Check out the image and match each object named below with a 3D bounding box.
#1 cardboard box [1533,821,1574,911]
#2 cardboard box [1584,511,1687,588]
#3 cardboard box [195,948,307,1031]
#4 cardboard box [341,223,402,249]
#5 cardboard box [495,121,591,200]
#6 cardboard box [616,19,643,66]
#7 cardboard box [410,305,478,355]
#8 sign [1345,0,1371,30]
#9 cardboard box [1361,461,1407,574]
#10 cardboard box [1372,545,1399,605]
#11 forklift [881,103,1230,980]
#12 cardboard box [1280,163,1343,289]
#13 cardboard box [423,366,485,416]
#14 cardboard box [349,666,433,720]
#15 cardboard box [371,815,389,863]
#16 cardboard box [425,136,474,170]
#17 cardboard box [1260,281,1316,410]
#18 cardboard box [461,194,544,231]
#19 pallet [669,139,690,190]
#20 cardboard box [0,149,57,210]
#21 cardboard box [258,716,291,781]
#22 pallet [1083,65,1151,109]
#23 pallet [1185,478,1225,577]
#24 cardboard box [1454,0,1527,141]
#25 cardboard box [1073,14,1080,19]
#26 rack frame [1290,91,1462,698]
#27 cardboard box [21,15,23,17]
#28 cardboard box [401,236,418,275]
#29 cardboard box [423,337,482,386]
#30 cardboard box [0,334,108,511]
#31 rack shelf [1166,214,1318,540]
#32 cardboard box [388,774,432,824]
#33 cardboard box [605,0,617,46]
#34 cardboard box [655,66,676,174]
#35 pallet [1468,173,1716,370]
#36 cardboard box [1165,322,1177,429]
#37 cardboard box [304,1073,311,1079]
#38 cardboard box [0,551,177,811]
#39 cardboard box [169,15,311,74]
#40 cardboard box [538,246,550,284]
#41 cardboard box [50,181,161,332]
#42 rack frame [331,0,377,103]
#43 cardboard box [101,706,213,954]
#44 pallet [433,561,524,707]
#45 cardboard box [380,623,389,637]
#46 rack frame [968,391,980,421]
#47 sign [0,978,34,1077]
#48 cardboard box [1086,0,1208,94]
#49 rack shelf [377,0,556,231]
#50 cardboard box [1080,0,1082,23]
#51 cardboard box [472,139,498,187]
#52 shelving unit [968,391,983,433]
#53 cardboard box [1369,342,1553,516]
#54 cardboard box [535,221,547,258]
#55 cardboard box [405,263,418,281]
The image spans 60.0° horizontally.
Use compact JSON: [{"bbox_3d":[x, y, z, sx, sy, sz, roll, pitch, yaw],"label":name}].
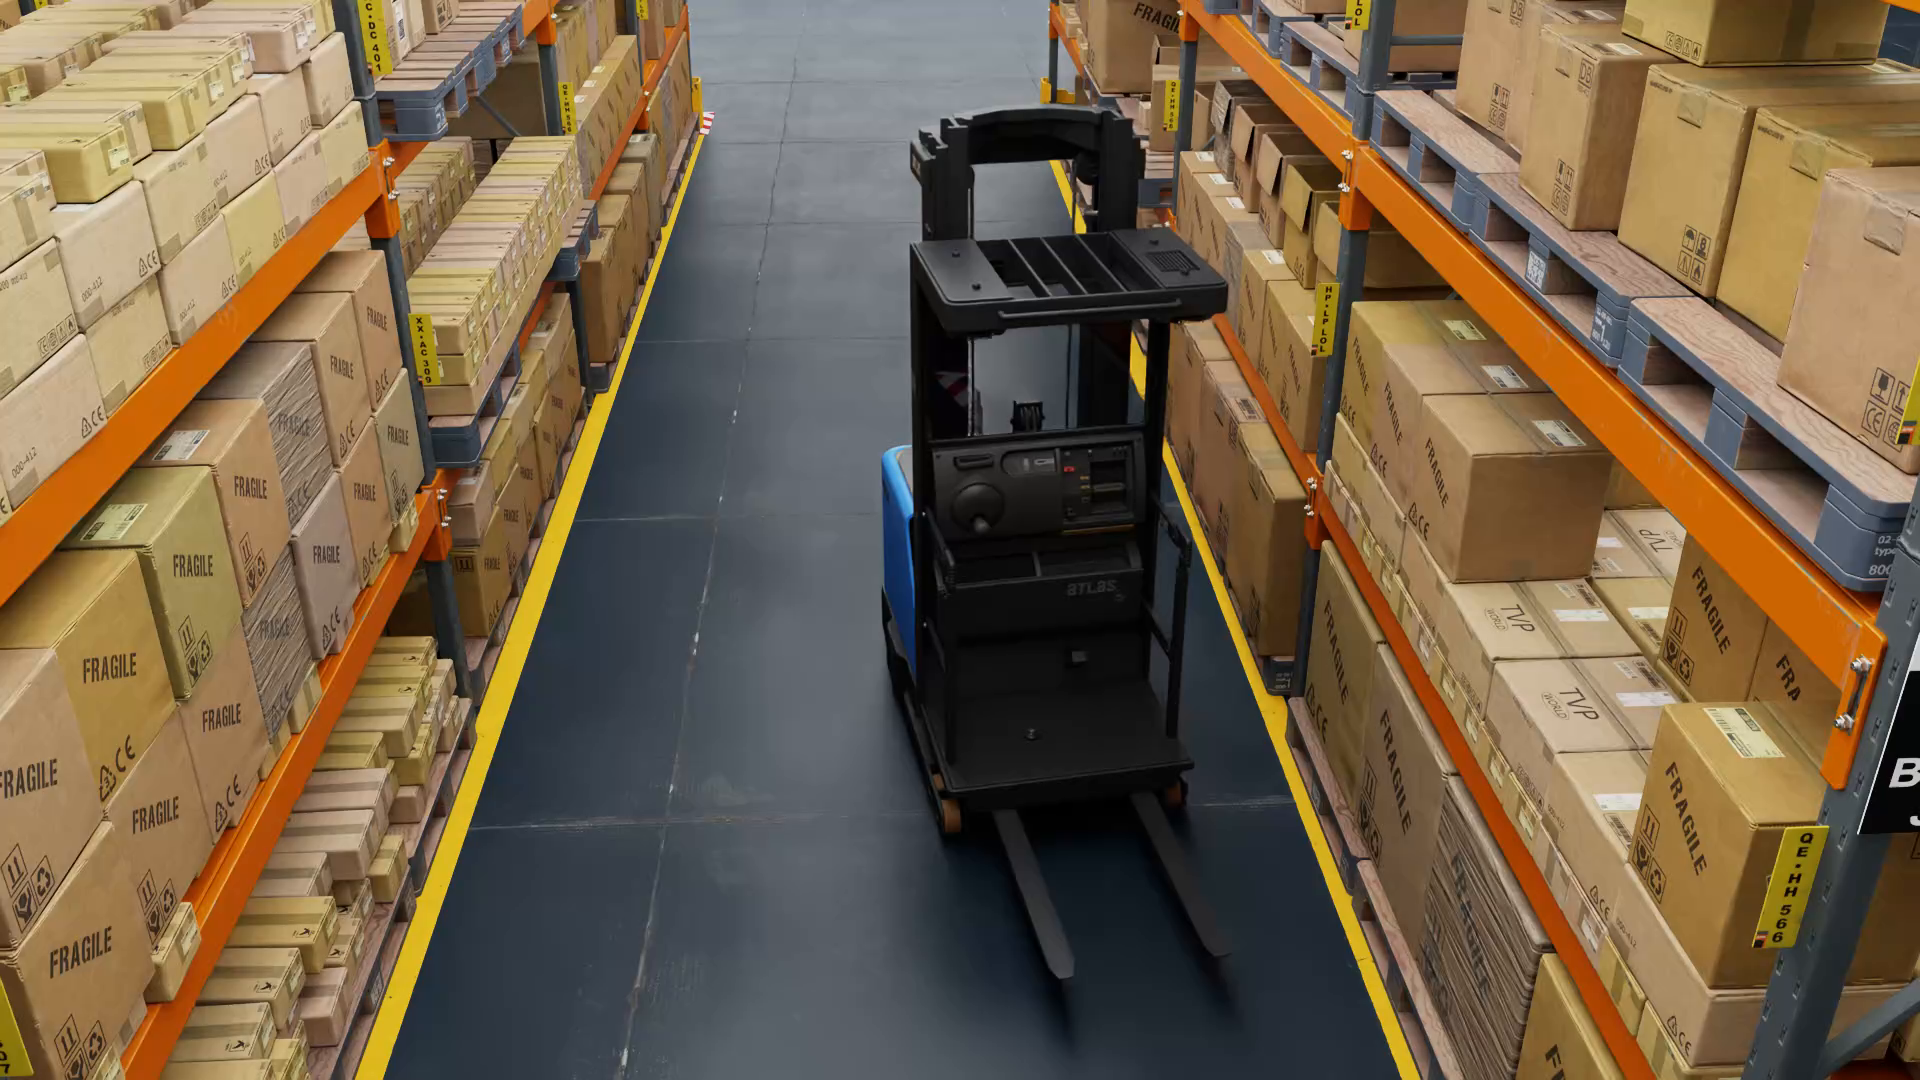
[{"bbox_3d":[1.939,0.962,4.934,0.380,0.149,0.250,-1,28,-2],"label":"cardboard box"},{"bbox_3d":[2.458,0.118,6.120,0.500,0.250,0.500,-1,28,-2],"label":"cardboard box"},{"bbox_3d":[-2.441,1.511,5.594,0.380,0.149,0.250,0,28,-1],"label":"cardboard box"},{"bbox_3d":[-3.125,-1.536,8.626,0.380,0.149,0.250,-3,28,-5],"label":"cardboard box"},{"bbox_3d":[-2.804,-2.521,11.231,0.500,0.500,0.500,-1,28,-2],"label":"cardboard box"},{"bbox_3d":[-3.291,-4.346,14.678,0.875,0.550,0.550,-1,28,-3],"label":"cardboard box"},{"bbox_3d":[-2.403,-0.947,7.496,0.380,0.149,0.250,0,28,0],"label":"cardboard box"},{"bbox_3d":[1.575,-2.170,6.523,0.100,0.325,0.005,-1,28,-3],"label":"sign"},{"bbox_3d":[1.901,-0.101,6.540,0.500,0.250,0.500,-2,28,-3],"label":"cardboard box"},{"bbox_3d":[1.844,0.132,6.525,0.380,0.149,0.250,-2,28,-4],"label":"cardboard box"},{"bbox_3d":[0.389,-0.194,6.952,1.130,2.935,3.031,-5,28,-10],"label":"forklift"},{"bbox_3d":[2.051,-1.590,8.361,0.797,0.503,0.637,-1,28,-2],"label":"cardboard box"},{"bbox_3d":[-2.403,-0.683,7.634,0.380,0.149,0.250,-3,28,-5],"label":"cardboard box"},{"bbox_3d":[-2.510,0.674,7.200,0.380,0.149,0.250,-1,28,-2],"label":"cardboard box"},{"bbox_3d":[-2.502,1.152,6.605,0.380,0.149,0.250,-1,28,-1],"label":"cardboard box"},{"bbox_3d":[-3.220,-2.381,10.246,0.380,0.149,0.250,-1,28,-3],"label":"cardboard box"},{"bbox_3d":[1.801,-0.971,8.260,0.500,0.500,0.500,-1,28,-1],"label":"cardboard box"},{"bbox_3d":[-2.502,-1.789,9.110,0.380,0.149,0.250,0,28,0],"label":"cardboard box"},{"bbox_3d":[-3.288,-3.791,16.791,1.003,0.211,1.213,-1,28,-3],"label":"pallet"},{"bbox_3d":[-2.490,-0.859,4.100,0.380,0.149,0.250,-1,28,-1],"label":"cardboard box"},{"bbox_3d":[-2.455,0.667,5.500,0.380,0.149,0.250,0,28,-1],"label":"cardboard box"},{"bbox_3d":[1.594,-3.741,13.887,1.003,0.211,1.213,-1,28,-3],"label":"pallet"},{"bbox_3d":[1.934,-0.171,9.850,1.003,0.211,1.213,-1,28,-3],"label":"pallet"},{"bbox_3d":[2.218,-1.733,5.916,0.700,0.500,0.500,-3,28,-6],"label":"cardboard box"},{"bbox_3d":[1.339,-5.204,16.756,0.380,0.149,0.250,-1,28,-3],"label":"cardboard box"},{"bbox_3d":[2.117,-0.488,7.443,1.000,3.000,0.127,-1,28,-3],"label":"rack frame"},{"bbox_3d":[-7.942,-4.330,14.378,0.500,0.500,0.500,-1,28,-3],"label":"cardboard box"},{"bbox_3d":[-3.139,-1.522,8.920,0.380,0.149,0.250,0,28,-1],"label":"cardboard box"},{"bbox_3d":[-2.403,-0.815,7.565,0.380,0.149,0.250,-1,28,-2],"label":"cardboard box"},{"bbox_3d":[-2.424,-0.288,3.978,0.500,0.250,0.500,-1,28,-1],"label":"cardboard box"},{"bbox_3d":[2.012,-1.093,9.380,1.077,0.370,4.000,-1,28,-3],"label":"rack shelf"},{"bbox_3d":[-2.473,1.078,7.068,0.380,0.149,0.250,-2,28,-4],"label":"cardboard box"},{"bbox_3d":[-3.228,-4.368,13.692,0.700,0.500,0.500,-2,28,-4],"label":"cardboard box"},{"bbox_3d":[-3.273,-4.062,16.138,0.875,0.875,0.875,-1,28,-2],"label":"cardboard box"},{"bbox_3d":[2.210,-0.839,4.967,1.003,0.211,1.213,-1,28,-3],"label":"pallet"},{"bbox_3d":[1.923,-1.261,10.767,1.225,0.875,0.875,-3,28,-5],"label":"cardboard box"},{"bbox_3d":[-2.360,1.906,5.481,0.380,0.149,0.250,-1,28,-2],"label":"cardboard box"},{"bbox_3d":[-2.424,0.366,4.294,0.500,0.500,0.500,-1,28,-1],"label":"cardboard box"},{"bbox_3d":[-2.474,-1.706,5.724,0.380,0.149,0.250,-1,28,-3],"label":"cardboard box"},{"bbox_3d":[-2.504,-1.528,9.254,0.380,0.149,0.250,-1,28,-1],"label":"cardboard box"},{"bbox_3d":[-2.439,-0.737,4.297,0.500,0.250,0.500,-1,28,-2],"label":"cardboard box"},{"bbox_3d":[-2.842,-3.075,5.915,1.000,3.000,0.127,-1,28,-3],"label":"rack frame"},{"bbox_3d":[-2.434,0.795,4.552,0.500,0.500,0.500,-1,28,-3],"label":"cardboard box"},{"bbox_3d":[-2.884,0.462,8.637,1.003,0.211,1.213,-1,28,-3],"label":"pallet"},{"bbox_3d":[-3.132,0.171,8.427,0.500,0.500,0.500,-2,28,-4],"label":"cardboard box"},{"bbox_3d":[-0.005,-0.442,9.625,0.240,0.900,0.006,-1,28,-3],"label":"rack frame"},{"bbox_3d":[-2.091,1.035,3.586,0.100,0.325,0.005,-1,28,-3],"label":"sign"},{"bbox_3d":[1.601,-4.265,13.580,1.000,1.000,1.000,-1,28,-2],"label":"cardboard box"},{"bbox_3d":[-2.946,-2.350,8.546,1.077,0.370,4.000,-1,28,-3],"label":"rack shelf"},{"bbox_3d":[1.635,-5.261,16.163,0.875,0.500,0.500,-1,28,-3],"label":"cardboard box"},{"bbox_3d":[-3.342,-2.508,11.208,0.500,0.500,0.500,-1,28,-3],"label":"cardboard box"},{"bbox_3d":[0.000,-0.395,9.535,0.258,0.900,0.210,-1,28,-3],"label":"shelving unit"},{"bbox_3d":[1.904,-0.431,6.363,0.500,0.500,0.500,-1,28,-3],"label":"cardboard box"},{"bbox_3d":[-2.501,-1.656,9.178,0.380,0.149,0.250,-1,28,-1],"label":"cardboard box"},{"bbox_3d":[-3.145,-1.393,8.995,0.380,0.149,0.250,-2,28,-4],"label":"cardboard box"}]
